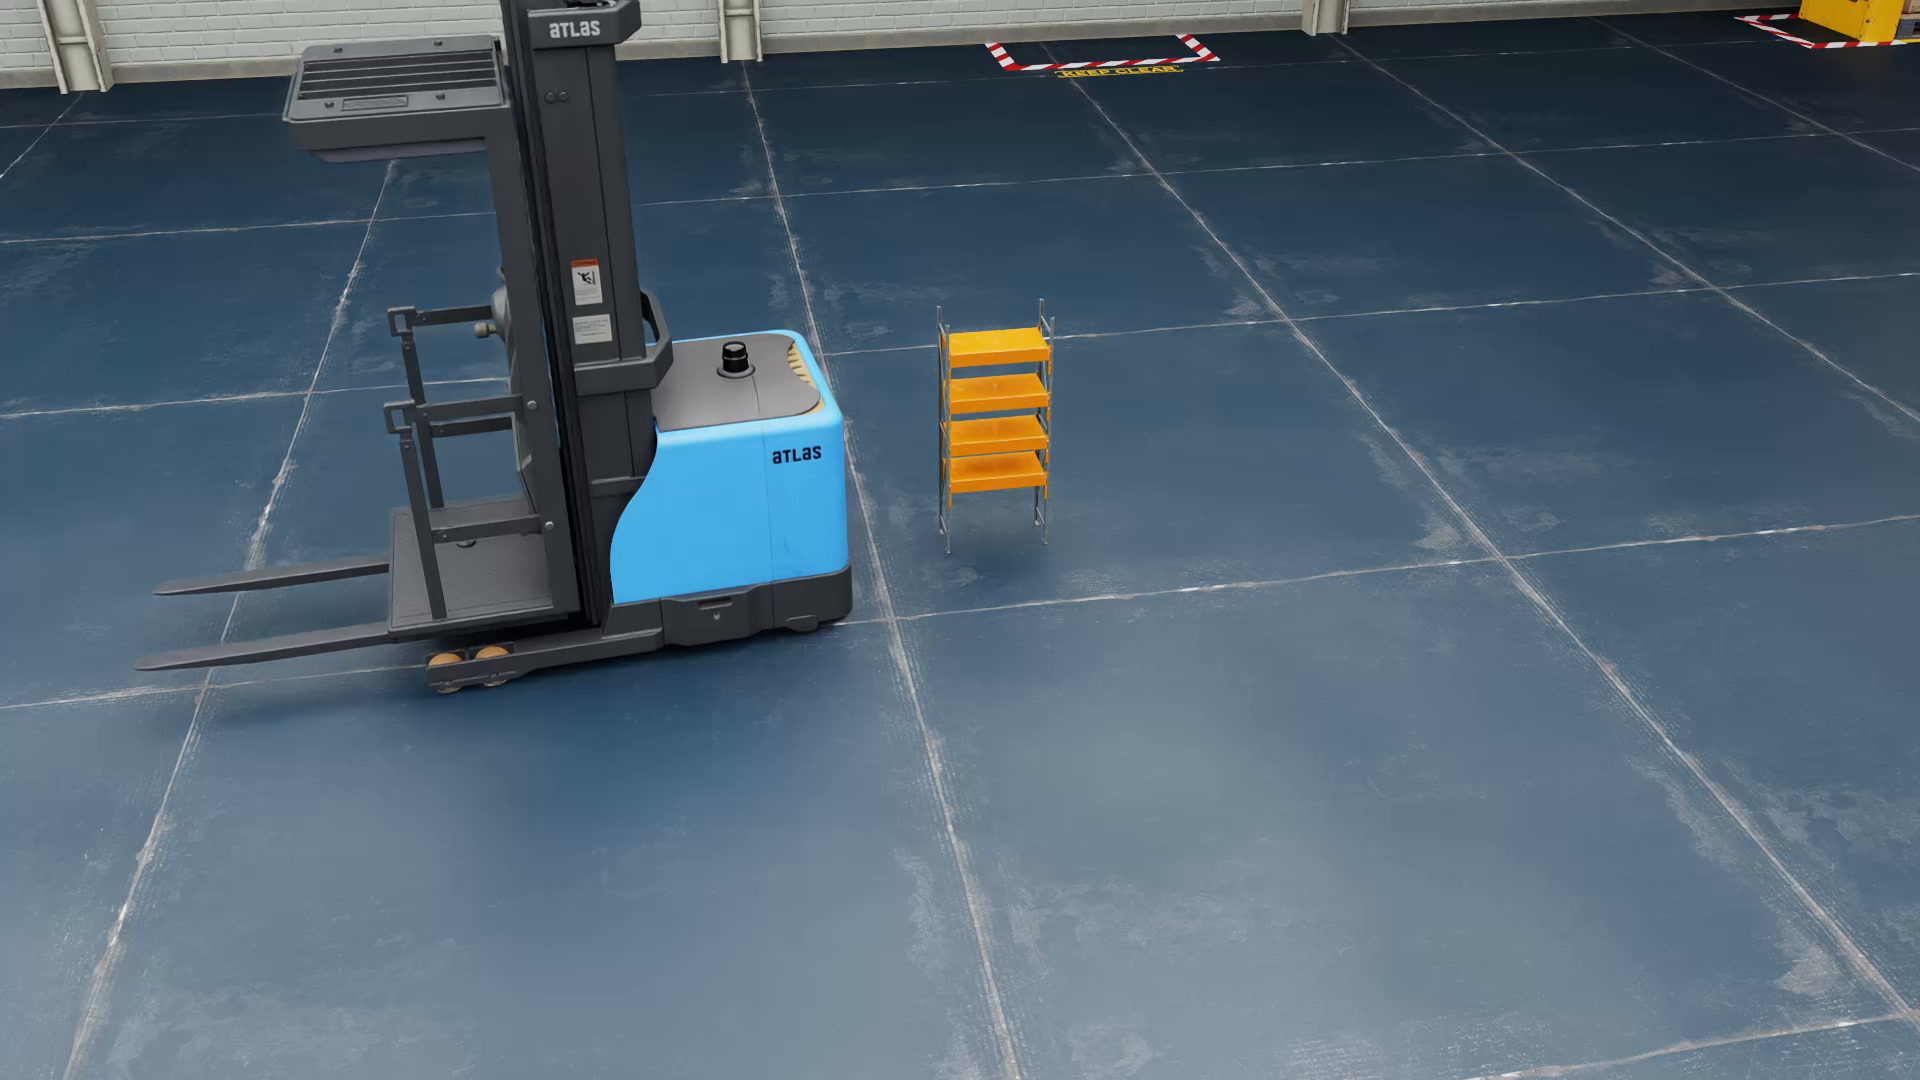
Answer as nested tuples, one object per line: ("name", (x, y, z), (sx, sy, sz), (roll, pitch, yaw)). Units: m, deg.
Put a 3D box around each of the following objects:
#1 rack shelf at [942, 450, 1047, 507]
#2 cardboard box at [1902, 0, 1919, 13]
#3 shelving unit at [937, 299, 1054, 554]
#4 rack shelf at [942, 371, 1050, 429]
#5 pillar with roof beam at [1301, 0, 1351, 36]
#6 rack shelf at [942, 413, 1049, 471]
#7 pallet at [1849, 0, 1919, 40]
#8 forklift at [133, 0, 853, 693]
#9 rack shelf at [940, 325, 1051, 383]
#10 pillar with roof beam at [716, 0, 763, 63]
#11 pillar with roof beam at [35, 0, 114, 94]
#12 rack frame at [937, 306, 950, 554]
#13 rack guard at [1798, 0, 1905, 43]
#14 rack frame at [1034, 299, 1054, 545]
("rack shelf", (0.163, -0.303, 8.106), (0.480, 0.148, 0.258), (-5, 31, -9))
("cardboard box", (9.828, -5.659, 17.133), (0.500, 0.311, 0.500), (-9, 32, -15))
("shelving unit", (0.163, -0.532, 7.972), (0.503, 1.200, 0.258), (-5, 31, -9))
("rack shelf", (0.163, -0.667, 7.892), (0.480, 0.148, 0.258), (-5, 31, -9))
("pillar with roof beam", (4.537, -6.997, 11.272), (0.400, 9.000, 9.100), (-5, 31, -9))
("rack shelf", (0.163, -0.474, 8.006), (0.480, 0.148, 0.258), (-5, 31, -9))
("pallet", (10.011, -5.471, 17.347), (1.213, 0.211, 1.003), (-5, 31, -9))
("forklift", (-2.064, -0.906, 6.899), (3.031, 2.935, 1.130), (-8, 31, -13))
("rack shelf", (0.163, -0.871, 7.772), (0.480, 0.148, 0.258), (-5, 31, -9))
("pillar with roof beam", (-1.364, -6.449, 10.340), (0.400, 9.000, 9.100), (-5, 31, -9))
("pillar with roof beam", (-7.266, -5.902, 9.409), (0.400, 9.000, 9.100), (-5, 31, -9))
("rack frame", (-0.077, -0.510, 7.934), (0.015, 1.200, 0.240), (-5, 31, -9))
("rack guard", (9.206, -5.539, 17.178), (0.348, 0.500, 1.175), (-5, 31, -9))
("rack frame", (0.403, -0.555, 8.009), (0.015, 1.200, 0.240), (-5, 31, -9))
